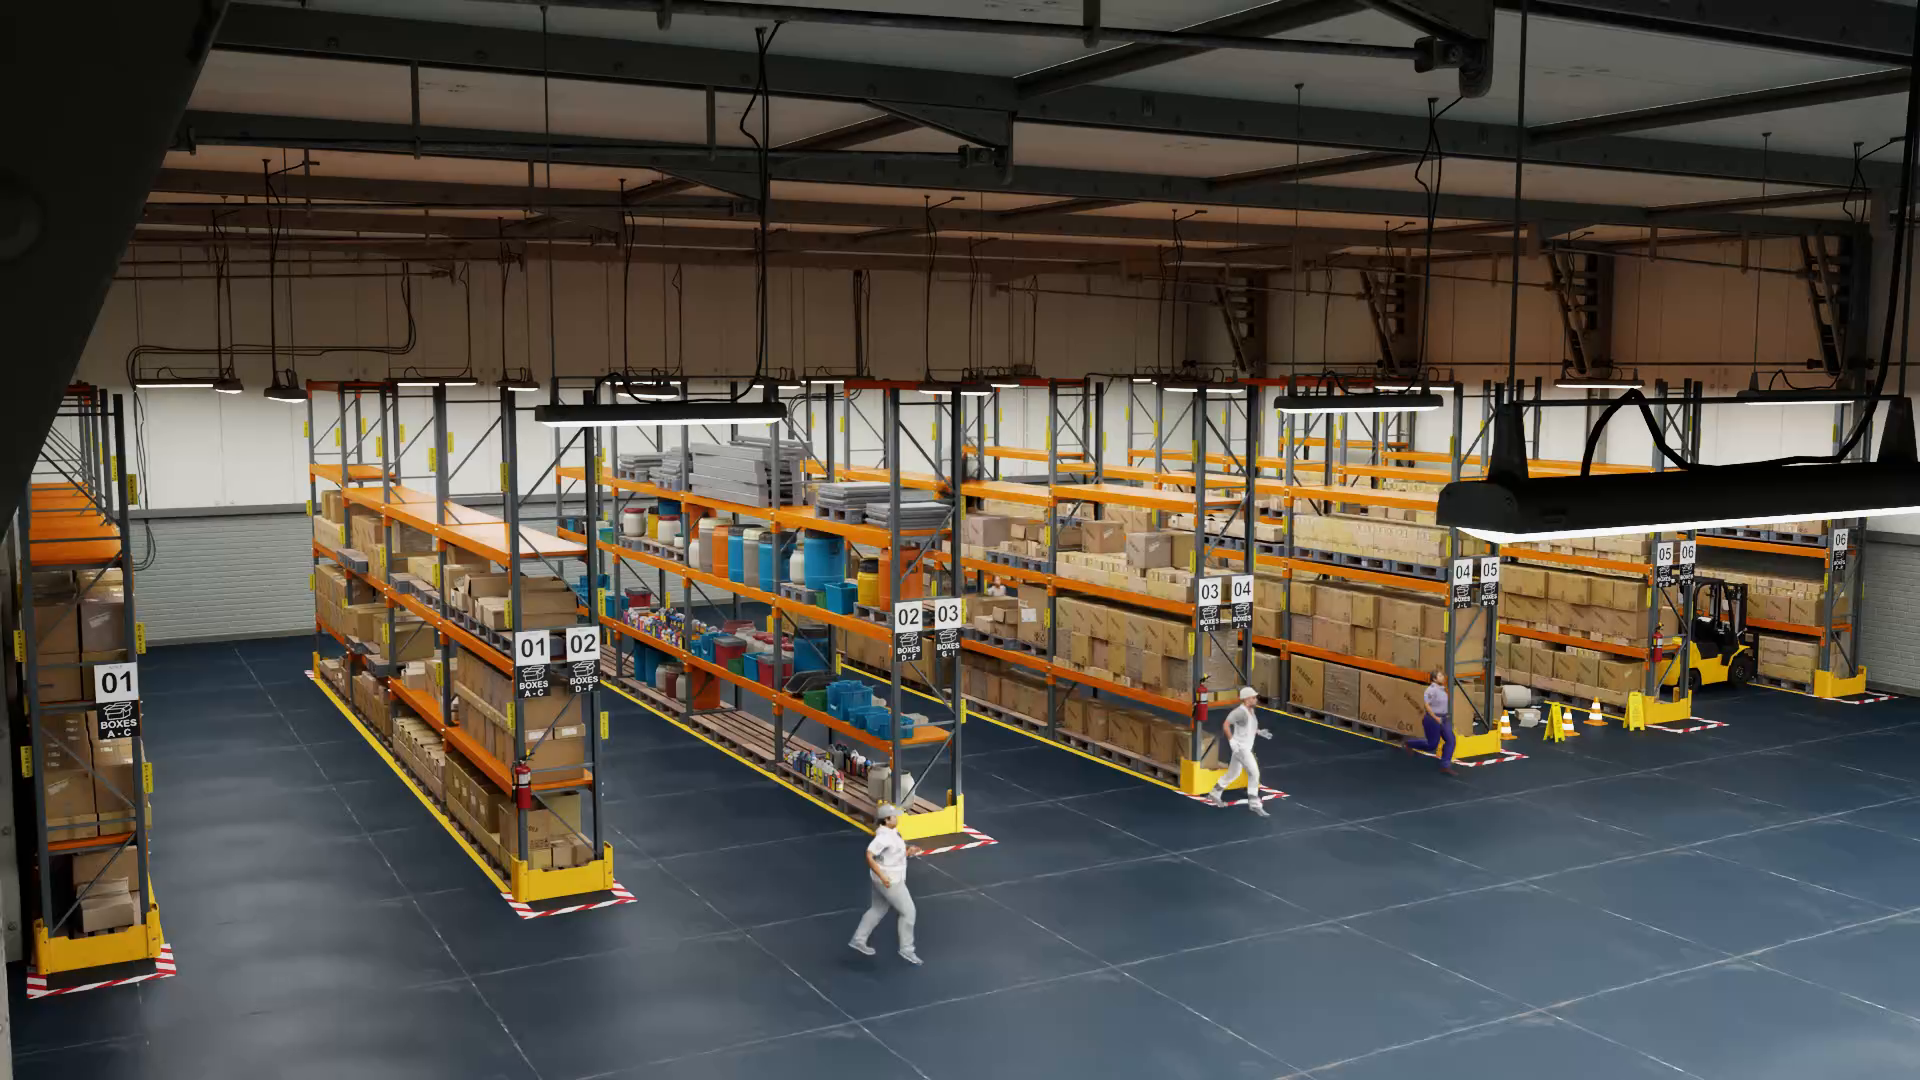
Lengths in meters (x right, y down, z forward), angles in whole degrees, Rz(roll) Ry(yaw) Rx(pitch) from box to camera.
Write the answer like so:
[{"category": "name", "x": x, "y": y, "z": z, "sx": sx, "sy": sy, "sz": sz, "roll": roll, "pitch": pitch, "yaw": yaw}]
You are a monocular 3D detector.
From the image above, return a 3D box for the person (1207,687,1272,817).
[{"category": "person", "x": 3.936, "y": 2.958, "z": 23.406, "sx": 0.899, "sy": 1.816, "sz": 0.596, "roll": 2, "pitch": 6, "yaw": 17}]

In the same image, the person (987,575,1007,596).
[{"category": "person", "x": 0.821, "y": 1.601, "z": 36.724, "sx": 0.572, "sy": 1.699, "sz": 0.878, "roll": -2, "pitch": 7, "yaw": -22}]

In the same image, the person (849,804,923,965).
[{"category": "person", "x": -0.787, "y": 3.640, "z": 17.563, "sx": 0.775, "sy": 1.726, "sz": 0.582, "roll": -1, "pitch": 6, "yaw": -10}]

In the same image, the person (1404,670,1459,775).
[{"category": "person", "x": 7.352, "y": 2.823, "z": 25.836, "sx": 0.843, "sy": 1.605, "sz": 0.602, "roll": 5, "pitch": 8, "yaw": 40}]
